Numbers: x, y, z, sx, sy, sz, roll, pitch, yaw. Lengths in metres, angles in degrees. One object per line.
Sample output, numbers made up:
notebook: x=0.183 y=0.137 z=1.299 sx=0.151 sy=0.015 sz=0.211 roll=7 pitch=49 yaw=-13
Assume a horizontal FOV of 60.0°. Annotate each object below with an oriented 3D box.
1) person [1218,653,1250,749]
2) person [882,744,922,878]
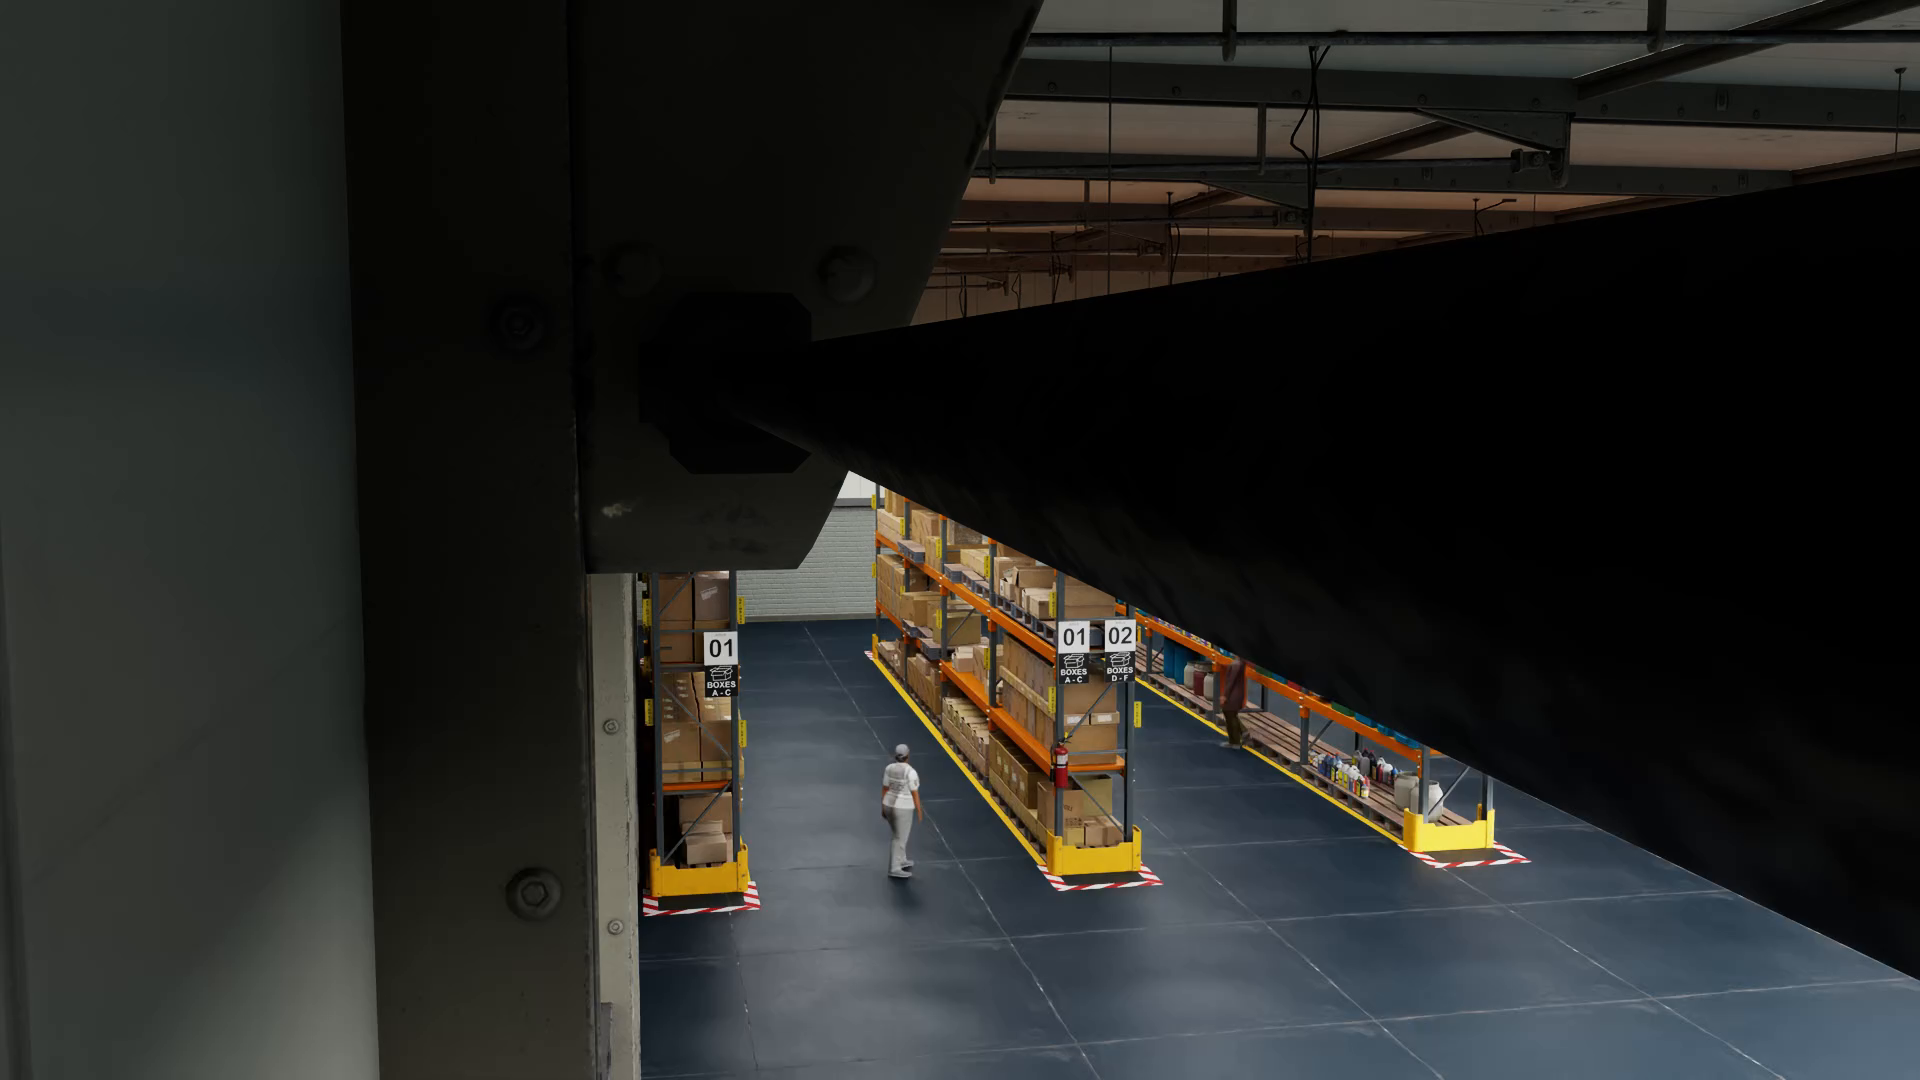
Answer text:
person: x=4.560 y=2.599 z=27.685 sx=0.530 sy=1.784 sz=0.600 roll=3 pitch=7 yaw=30
person: x=-0.691 y=3.372 z=20.904 sx=0.549 sy=1.659 sz=0.542 roll=-4 pitch=7 yaw=-37
